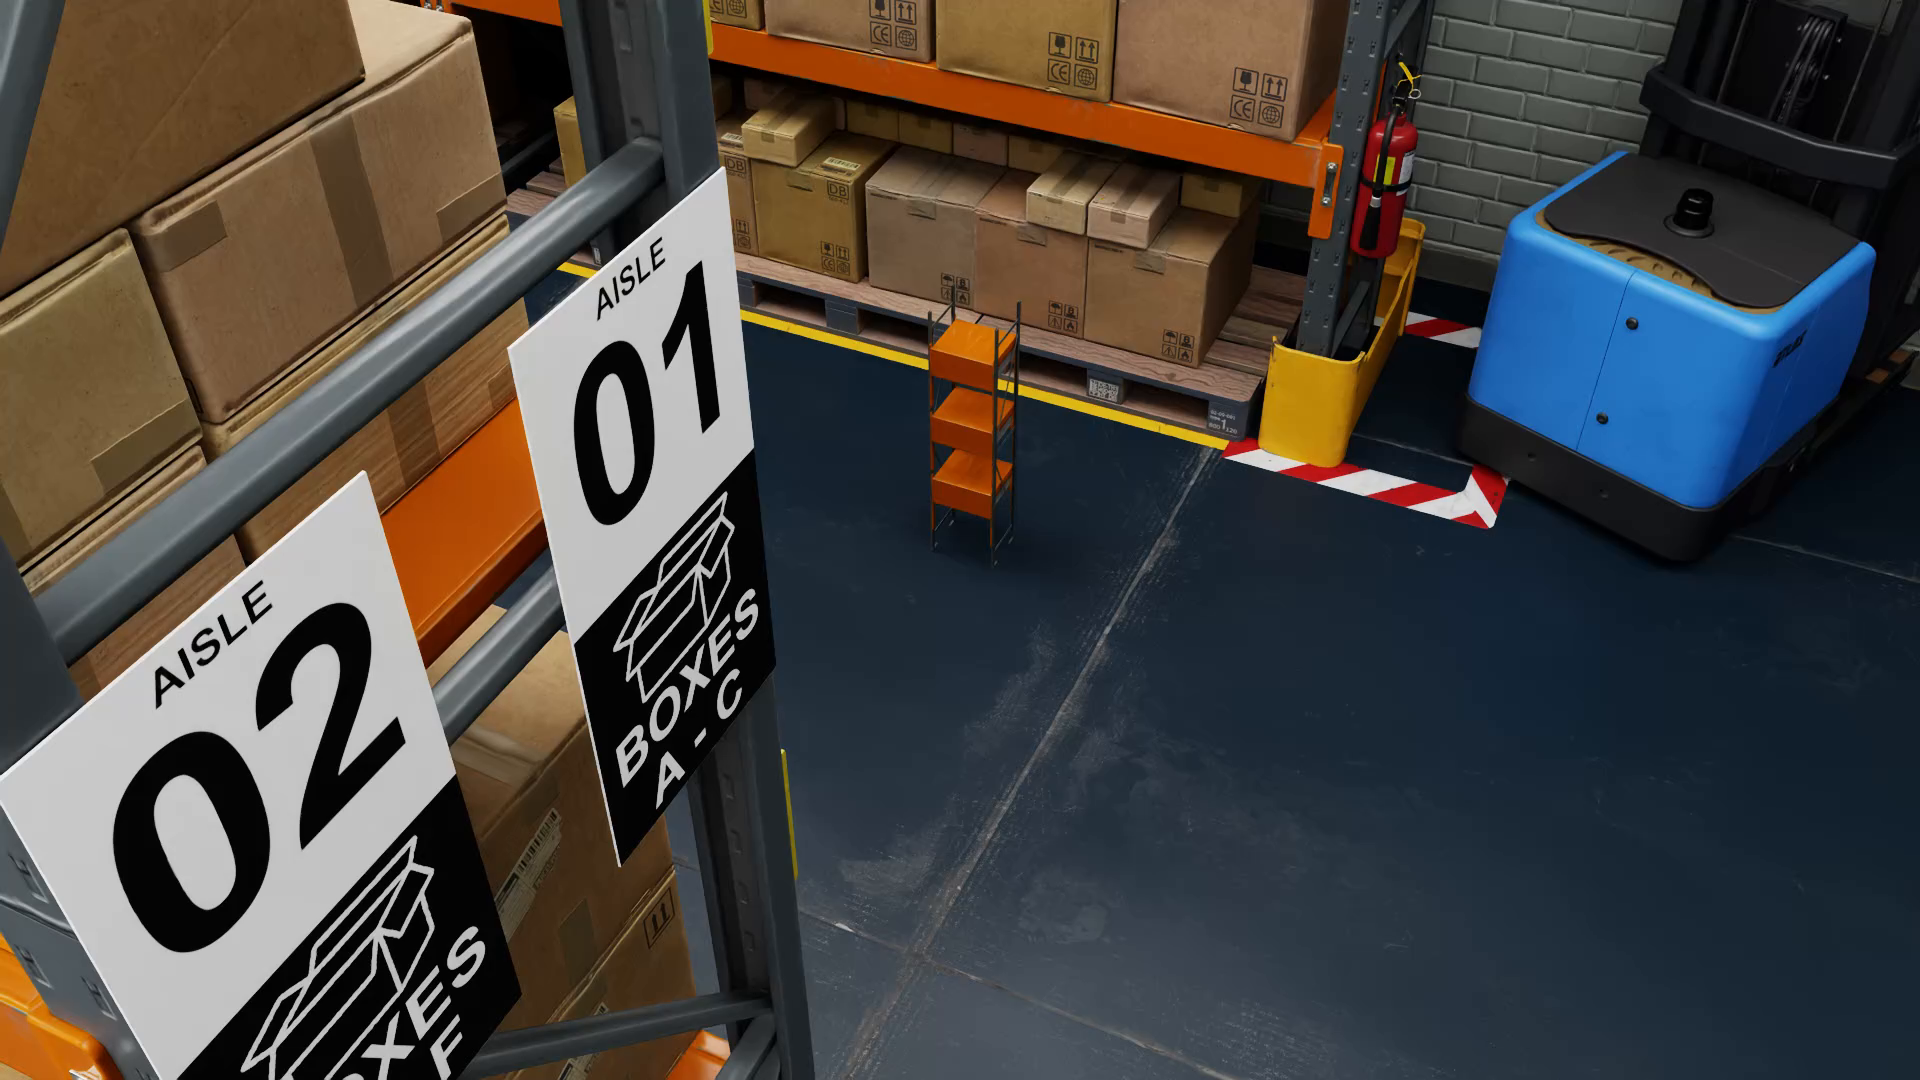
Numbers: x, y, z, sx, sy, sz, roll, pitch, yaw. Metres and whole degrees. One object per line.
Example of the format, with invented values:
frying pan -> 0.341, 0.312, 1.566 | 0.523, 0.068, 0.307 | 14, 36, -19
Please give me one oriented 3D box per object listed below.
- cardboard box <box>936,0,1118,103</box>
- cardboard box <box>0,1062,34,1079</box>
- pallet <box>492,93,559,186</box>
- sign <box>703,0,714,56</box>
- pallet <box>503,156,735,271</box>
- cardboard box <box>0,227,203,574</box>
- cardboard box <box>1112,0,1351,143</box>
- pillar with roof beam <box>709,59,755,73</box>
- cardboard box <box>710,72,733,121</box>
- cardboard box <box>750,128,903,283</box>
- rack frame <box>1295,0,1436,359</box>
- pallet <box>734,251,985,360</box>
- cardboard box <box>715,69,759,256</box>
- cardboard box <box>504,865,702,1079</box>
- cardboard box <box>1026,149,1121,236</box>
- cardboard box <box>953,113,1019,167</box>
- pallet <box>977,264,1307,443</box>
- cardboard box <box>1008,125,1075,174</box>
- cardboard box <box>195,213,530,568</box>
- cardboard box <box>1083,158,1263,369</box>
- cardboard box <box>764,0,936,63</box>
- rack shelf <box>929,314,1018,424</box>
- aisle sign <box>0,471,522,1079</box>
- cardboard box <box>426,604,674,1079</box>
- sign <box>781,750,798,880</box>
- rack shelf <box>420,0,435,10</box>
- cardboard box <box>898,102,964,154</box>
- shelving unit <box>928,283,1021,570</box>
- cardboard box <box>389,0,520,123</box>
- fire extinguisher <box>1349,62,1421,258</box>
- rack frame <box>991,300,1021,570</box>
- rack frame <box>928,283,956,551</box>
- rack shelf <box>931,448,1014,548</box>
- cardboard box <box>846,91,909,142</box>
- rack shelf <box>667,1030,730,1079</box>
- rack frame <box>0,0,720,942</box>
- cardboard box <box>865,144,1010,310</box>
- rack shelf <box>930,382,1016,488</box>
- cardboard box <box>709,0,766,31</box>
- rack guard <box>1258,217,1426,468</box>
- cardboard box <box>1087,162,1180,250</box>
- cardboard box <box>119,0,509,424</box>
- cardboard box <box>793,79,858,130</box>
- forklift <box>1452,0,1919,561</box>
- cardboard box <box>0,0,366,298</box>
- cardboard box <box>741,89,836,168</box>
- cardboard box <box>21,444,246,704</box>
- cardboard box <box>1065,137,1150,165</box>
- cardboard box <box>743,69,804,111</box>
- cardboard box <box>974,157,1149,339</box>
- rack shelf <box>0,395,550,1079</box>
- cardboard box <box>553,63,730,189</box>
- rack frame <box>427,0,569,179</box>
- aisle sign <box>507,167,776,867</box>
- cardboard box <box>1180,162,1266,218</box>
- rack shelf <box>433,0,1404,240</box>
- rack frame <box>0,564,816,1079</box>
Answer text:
cardboard box -> 0.428, -2.249, 6.325 | 0.700, 0.700, 0.980 | 17, 44, 18
cardboard box -> -1.052, 0.761, 2.243 | 0.500, 0.500, 0.500 | 17, 44, 18
pallet -> -2.797, -2.028, 8.429 | 1.213, 0.211, 1.003 | 17, 44, 19
sign -> -0.303, -0.650, 1.752 | 0.005, 0.325, 0.100 | 17, 44, 19
pallet -> -1.410, -1.602, 7.937 | 1.213, 0.211, 1.003 | 17, 44, 19
cardboard box -> -1.106, -0.120, 1.541 | 0.500, 0.250, 0.500 | 17, 44, 19
cardboard box -> 1.092, -2.054, 6.100 | 0.700, 0.700, 0.980 | 19, 44, 21
pillar with roof beam -> -2.886, -2.944, 2.776 | 0.400, 9.000, 9.100 | 17, 44, 19
cardboard box -> -1.199, -1.901, 7.246 | 0.250, 0.149, 0.380 | 18, 44, 20
cardboard box -> -0.514, -1.574, 7.364 | 0.500, 0.500, 0.700 | 18, 44, 20
rack frame -> 1.559, -1.805, 6.042 | 0.127, 3.000, 1.000 | 17, 44, 19
pallet -> -0.301, -1.265, 7.548 | 1.213, 0.211, 1.003 | 17, 44, 19
cardboard box -> -0.978, -1.718, 7.530 | 0.500, 0.500, 0.700 | 17, 44, 18
cardboard box -> -0.823, 0.819, 2.939 | 0.500, 0.500, 0.500 | 18, 44, 20
cardboard box -> 0.457, -1.397, 6.664 | 0.250, 0.149, 0.380 | 18, 44, 20
cardboard box -> 0.163, -1.762, 7.086 | 0.250, 0.149, 0.380 | 18, 44, 19
pallet -> 0.801, -0.926, 7.158 | 1.213, 0.211, 1.003 | 17, 44, 19
cardboard box -> 0.394, -1.692, 7.005 | 0.250, 0.149, 0.380 | 17, 44, 19
cardboard box -> -0.891, -0.234, 2.054 | 0.500, 0.250, 0.500 | 17, 44, 19
cardboard box -> 0.882, -1.154, 6.879 | 0.500, 0.500, 0.700 | 17, 44, 19
cardboard box -> -0.259, -2.465, 6.575 | 0.700, 0.700, 0.980 | 15, 43, 17
rack shelf -> 0.048, -0.588, 5.710 | 0.240, 0.259, 0.215 | 17, 44, 19
aisle sign -> -0.600, 0.355, 1.566 | 0.004, 0.787, 0.394 | 17, 44, 19
cardboard box -> -0.823, 0.441, 2.611 | 0.500, 0.500, 0.500 | 18, 44, 20
sign -> -0.303, 0.487, 2.737 | 0.005, 0.325, 0.100 | 17, 44, 19
rack shelf -> -3.879, -3.195, 8.195 | 4.000, 0.370, 1.077 | 17, 44, 19
cardboard box -> -0.070, -1.833, 7.167 | 0.250, 0.149, 0.380 | 17, 44, 19
shelving unit -> 0.048, -0.382, 5.889 | 0.252, 1.050, 0.215 | 17, 44, 19
cardboard box -> -2.710, -2.362, 8.006 | 0.750, 0.750, 0.750 | 17, 44, 19
fire extinguisher -> 1.500, -1.319, 5.826 | 0.183, 0.674, 0.296 | 17, 44, 19
rack frame -> 0.159, -0.348, 5.850 | 0.008, 1.050, 0.200 | 17, 44, 19
rack frame -> -0.062, -0.416, 5.928 | 0.008, 1.050, 0.200 | 17, 44, 19
rack shelf -> 0.048, -0.164, 6.078 | 0.240, 0.259, 0.215 | 17, 44, 19
cardboard box -> -0.299, -1.903, 7.248 | 0.250, 0.149, 0.380 | 16, 43, 18
rack shelf -> -2.345, 0.854, 3.524 | 4.000, 0.370, 1.077 | 17, 44, 19
rack frame -> -0.532, -1.131, 0.684 | 0.127, 3.000, 1.000 | 17, 44, 19
cardboard box -> -0.028, -1.431, 7.199 | 0.500, 0.500, 0.700 | 16, 43, 17
rack shelf -> 0.048, -0.374, 5.896 | 0.240, 0.259, 0.215 | 17, 44, 19
cardboard box -> -0.922, -2.661, 6.801 | 0.700, 0.700, 0.980 | 16, 43, 18
rack guard -> 1.580, -0.854, 6.853 | 0.348, 0.500, 1.175 | 17, 44, 19
cardboard box -> 0.688, -1.326, 6.583 | 0.250, 0.149, 0.380 | 16, 44, 18
cardboard box -> -0.888, -0.426, 1.894 | 0.500, 0.250, 0.500 | 17, 44, 19
cardboard box -> -0.533, -1.974, 7.330 | 0.250, 0.149, 0.380 | 17, 44, 19
forklift -> 3.362, -1.880, 6.181 | 3.031, 2.935, 1.130 | -32, 50, -32
cardboard box -> -1.005, -0.545, 1.459 | 0.500, 0.500, 0.700 | 17, 44, 19
cardboard box -> -0.726, -1.757, 7.079 | 0.250, 0.149, 0.380 | 16, 43, 17
cardboard box -> -1.110, 0.074, 1.699 | 0.500, 0.250, 0.500 | 17, 44, 19
cardboard box -> 0.620, -1.623, 6.925 | 0.250, 0.149, 0.380 | 17, 44, 19
cardboard box -> -0.762, -2.045, 7.412 | 0.250, 0.149, 0.380 | 16, 43, 17
cardboard box -> 0.428, -1.292, 7.039 | 0.500, 0.500, 0.700 | 17, 44, 19
rack shelf -> -2.345, -0.279, 2.541 | 4.000, 0.370, 1.077 | 17, 44, 19
cardboard box -> -1.432, -1.859, 7.692 | 0.500, 0.500, 0.700 | 18, 44, 19
rack frame -> -2.066, -2.913, 7.320 | 0.127, 3.000, 1.000 | 17, 44, 19
aisle sign -> -0.347, -0.002, 1.977 | 0.004, 0.787, 0.394 | 17, 44, 19
cardboard box -> 1.080, -1.483, 6.763 | 0.250, 0.149, 0.380 | 17, 44, 19
rack shelf -> -0.254, -2.087, 6.917 | 4.000, 0.370, 1.077 | 17, 44, 19
rack frame -> -0.532, 1.136, 2.649 | 0.127, 3.000, 1.000 | 17, 44, 19
